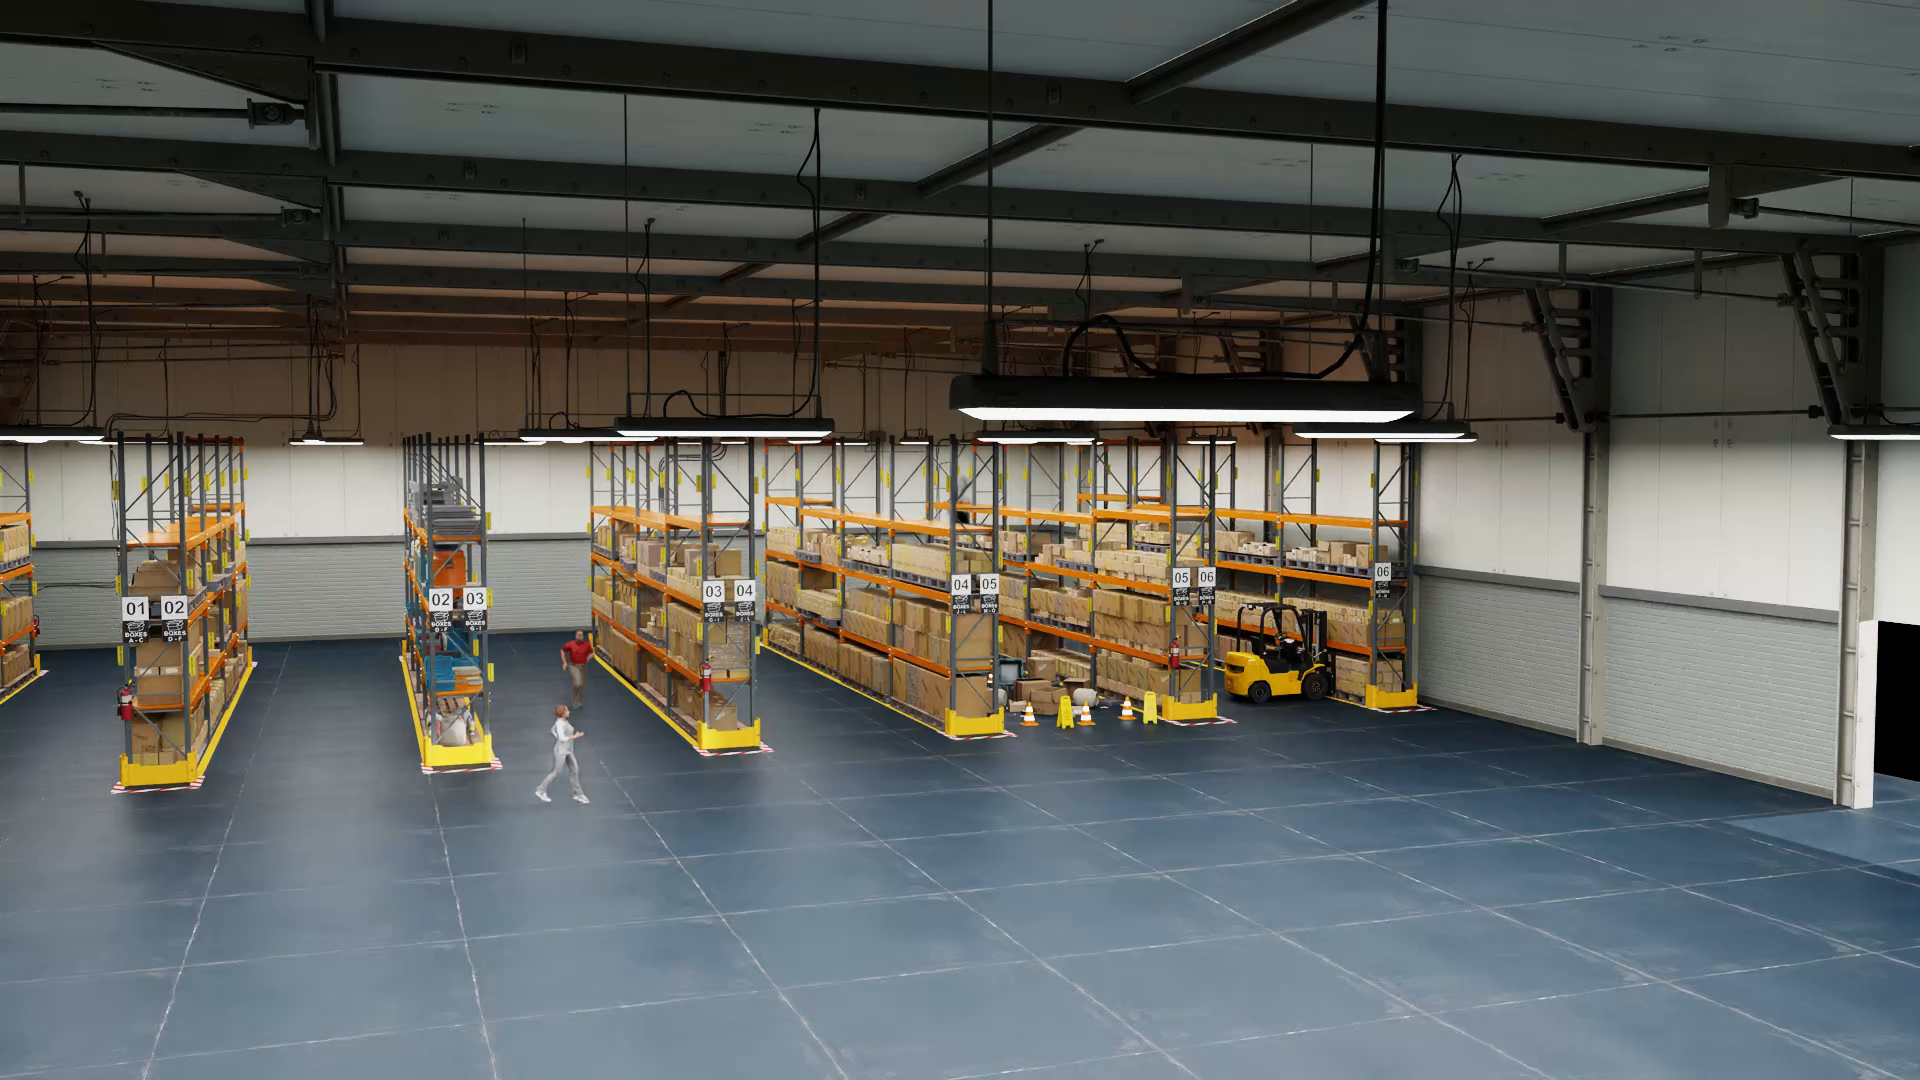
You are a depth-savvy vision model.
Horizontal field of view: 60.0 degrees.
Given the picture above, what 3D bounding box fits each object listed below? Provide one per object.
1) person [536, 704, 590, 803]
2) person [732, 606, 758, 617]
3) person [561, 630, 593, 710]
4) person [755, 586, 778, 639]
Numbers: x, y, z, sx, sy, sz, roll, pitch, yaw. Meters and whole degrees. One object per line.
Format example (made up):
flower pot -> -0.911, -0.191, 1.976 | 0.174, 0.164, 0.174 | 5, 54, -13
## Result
person -> -6.367, 3.423, 26.629 | 0.851, 1.607, 0.529 | 0, 3, 2
person -> -5.853, 2.346, 45.205 | 0.682, 1.785, 1.095 | -1, 3, -20
person -> -8.347, 2.855, 36.433 | 0.627, 1.767, 0.826 | -2, 4, -36
person -> -5.653, 2.127, 49.655 | 0.923, 1.688, 0.736 | -1, 3, -11
